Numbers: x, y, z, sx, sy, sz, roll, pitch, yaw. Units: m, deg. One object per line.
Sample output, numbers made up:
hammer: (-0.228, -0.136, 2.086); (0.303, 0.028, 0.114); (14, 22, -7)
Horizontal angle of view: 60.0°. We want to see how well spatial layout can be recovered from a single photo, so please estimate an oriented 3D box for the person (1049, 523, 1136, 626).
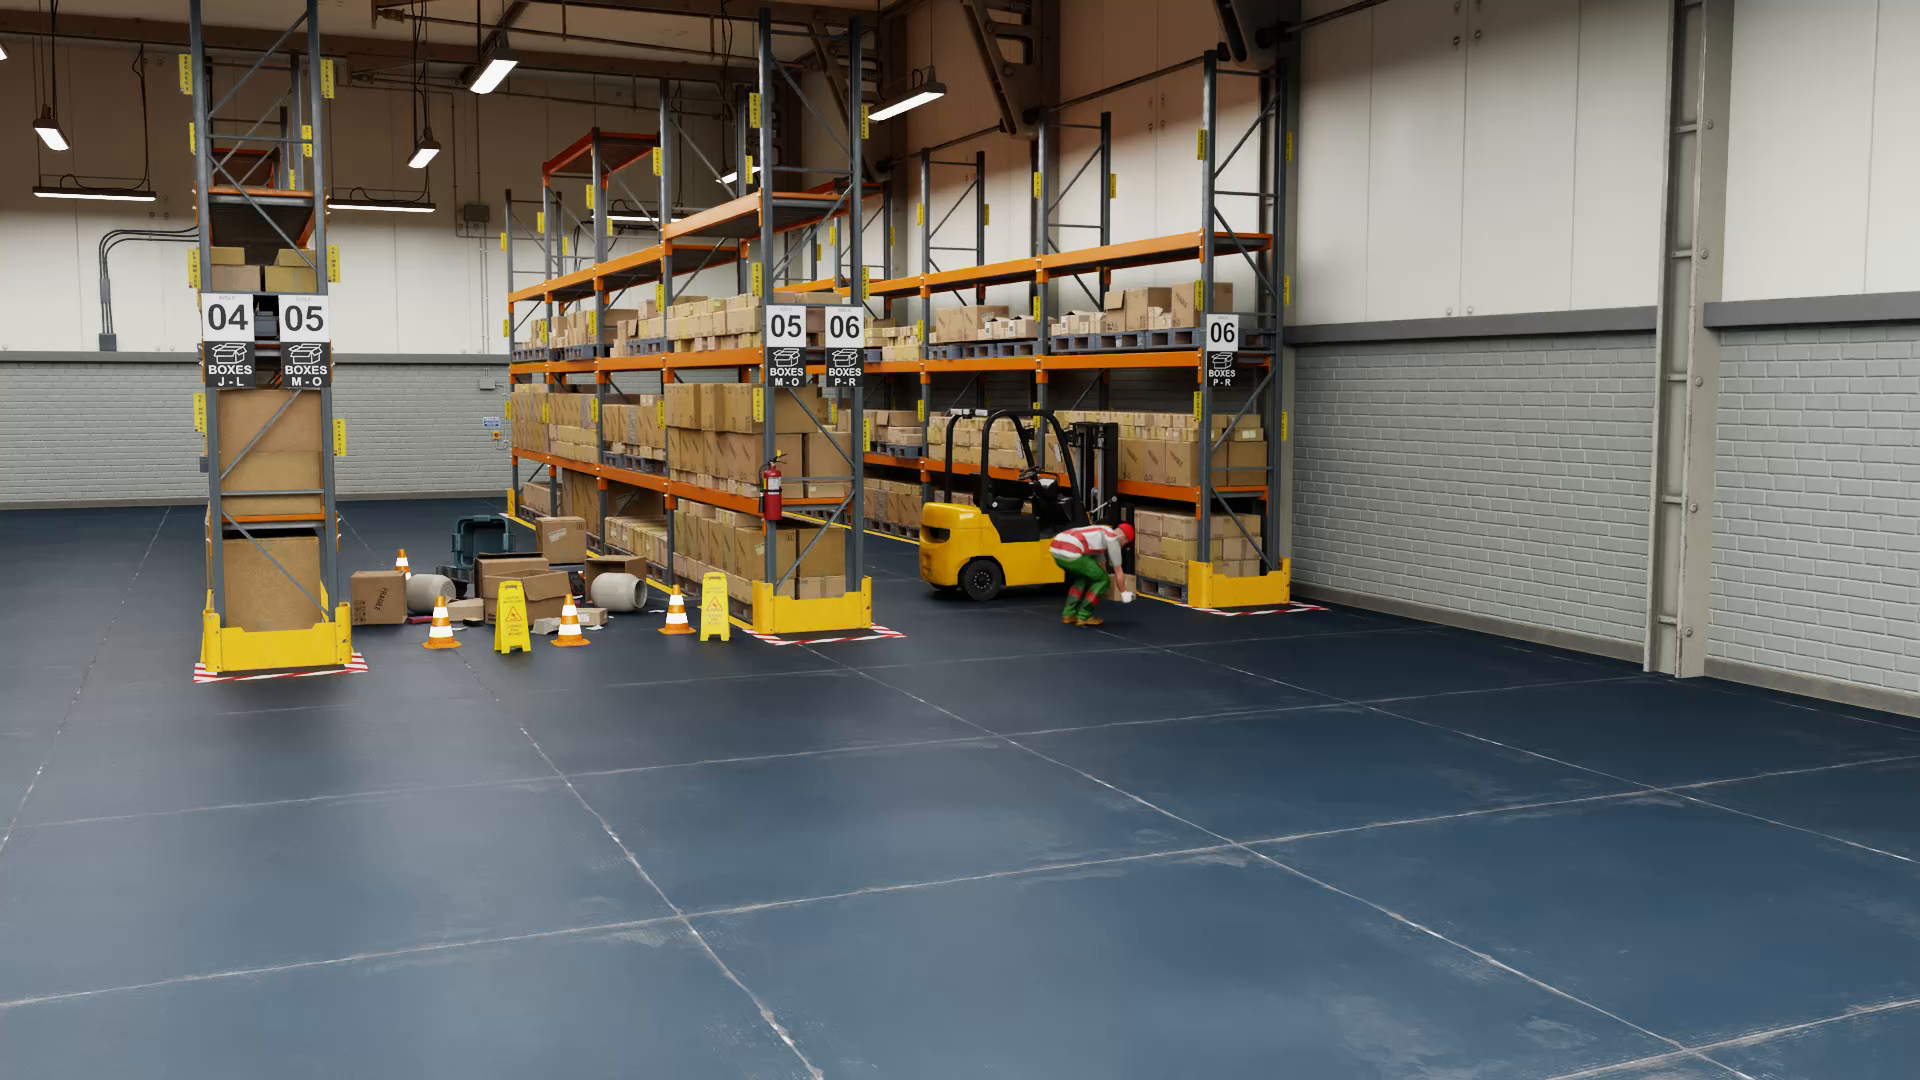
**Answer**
person: (1.370, 0.347, 17.015); (0.958, 1.013, 0.530); (-3, 6, -26)
